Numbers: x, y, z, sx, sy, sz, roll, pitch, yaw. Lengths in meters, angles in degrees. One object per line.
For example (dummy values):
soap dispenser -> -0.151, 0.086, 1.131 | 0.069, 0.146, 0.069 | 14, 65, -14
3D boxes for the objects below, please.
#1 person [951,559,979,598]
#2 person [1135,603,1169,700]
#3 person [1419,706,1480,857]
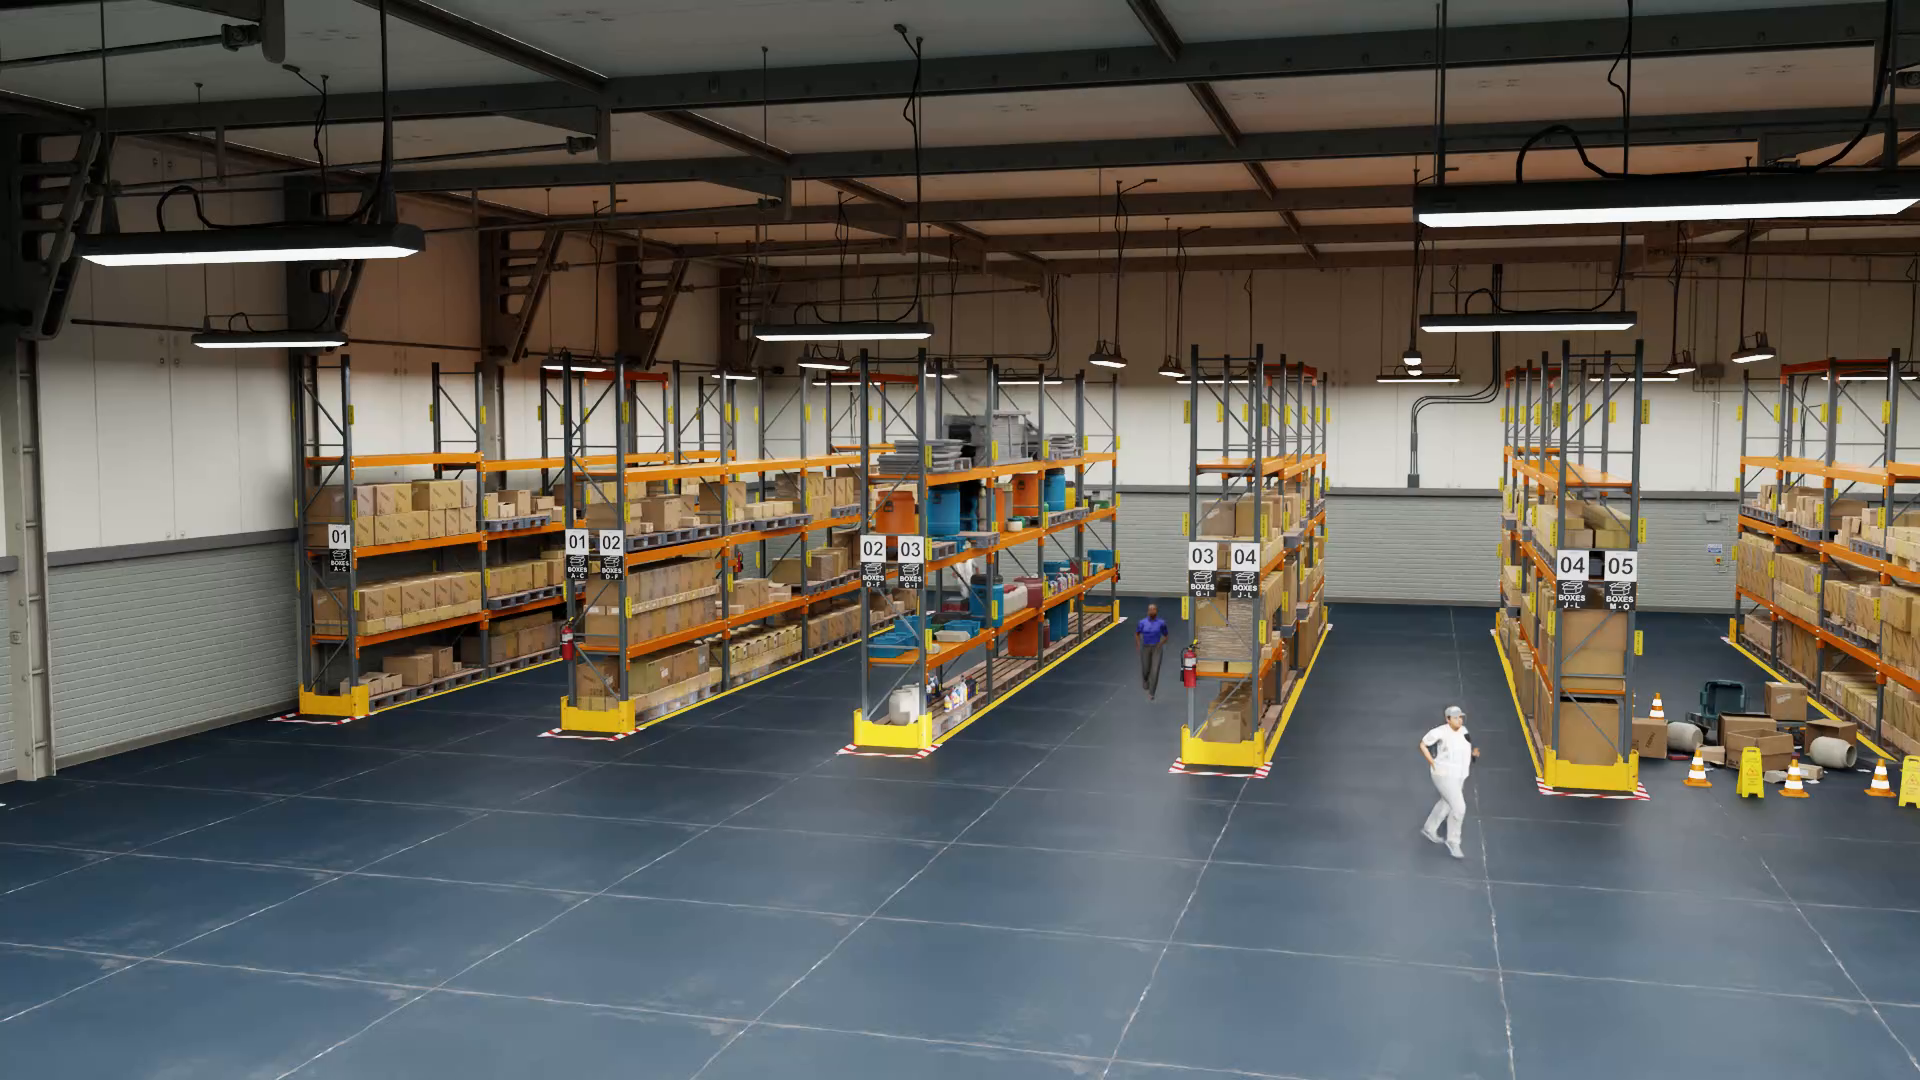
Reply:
person -> 0.133, 1.065, 40.802 | 0.702, 1.719, 0.654 | 0, 4, 2
person -> 3.192, 1.857, 27.665 | 0.574, 1.603, 0.561 | 1, 4, 7
person -> 5.641, 2.758, 19.143 | 0.574, 1.737, 0.754 | -3, 5, -34
